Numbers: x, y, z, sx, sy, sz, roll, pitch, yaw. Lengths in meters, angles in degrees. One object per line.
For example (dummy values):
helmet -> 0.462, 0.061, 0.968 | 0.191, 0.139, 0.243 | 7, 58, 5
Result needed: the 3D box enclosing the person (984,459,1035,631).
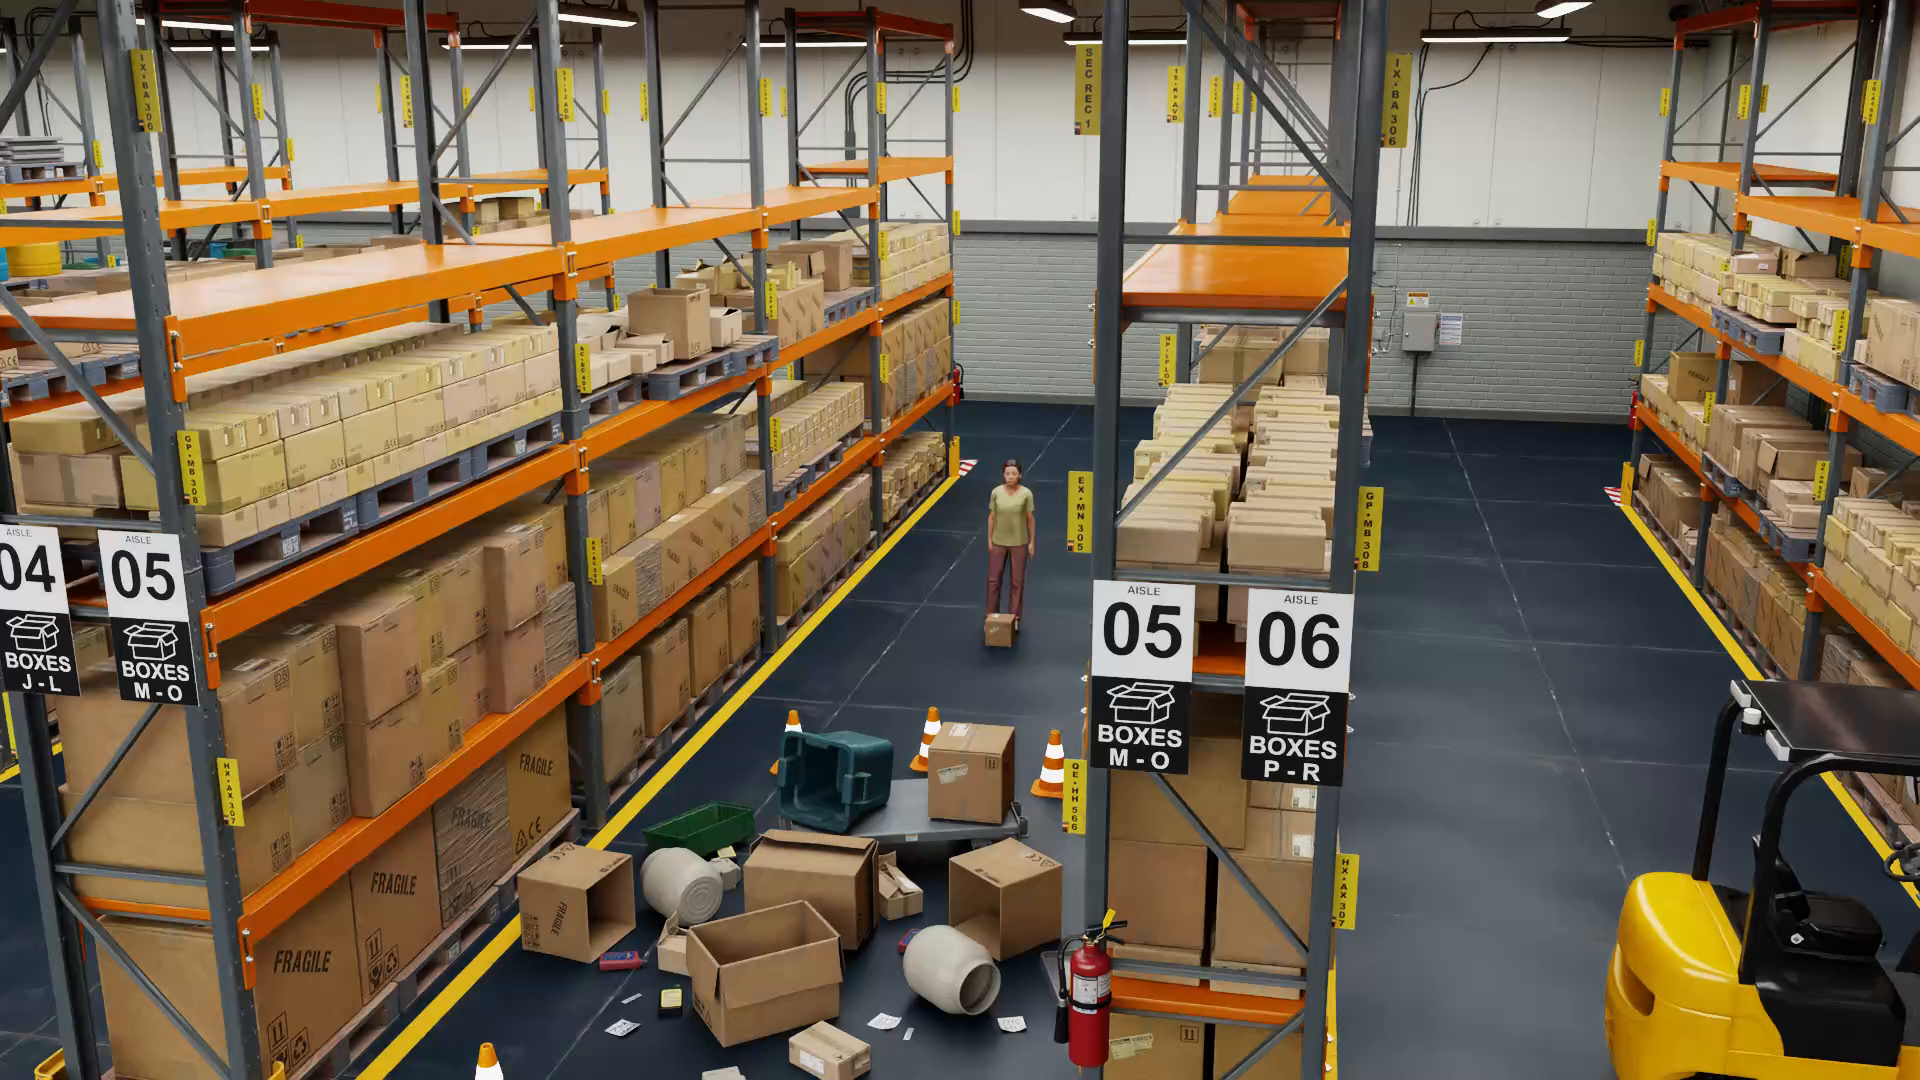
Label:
person -> 0.483, 0.048, 16.171 | 0.485, 1.682, 0.412 | 2, 15, 7
